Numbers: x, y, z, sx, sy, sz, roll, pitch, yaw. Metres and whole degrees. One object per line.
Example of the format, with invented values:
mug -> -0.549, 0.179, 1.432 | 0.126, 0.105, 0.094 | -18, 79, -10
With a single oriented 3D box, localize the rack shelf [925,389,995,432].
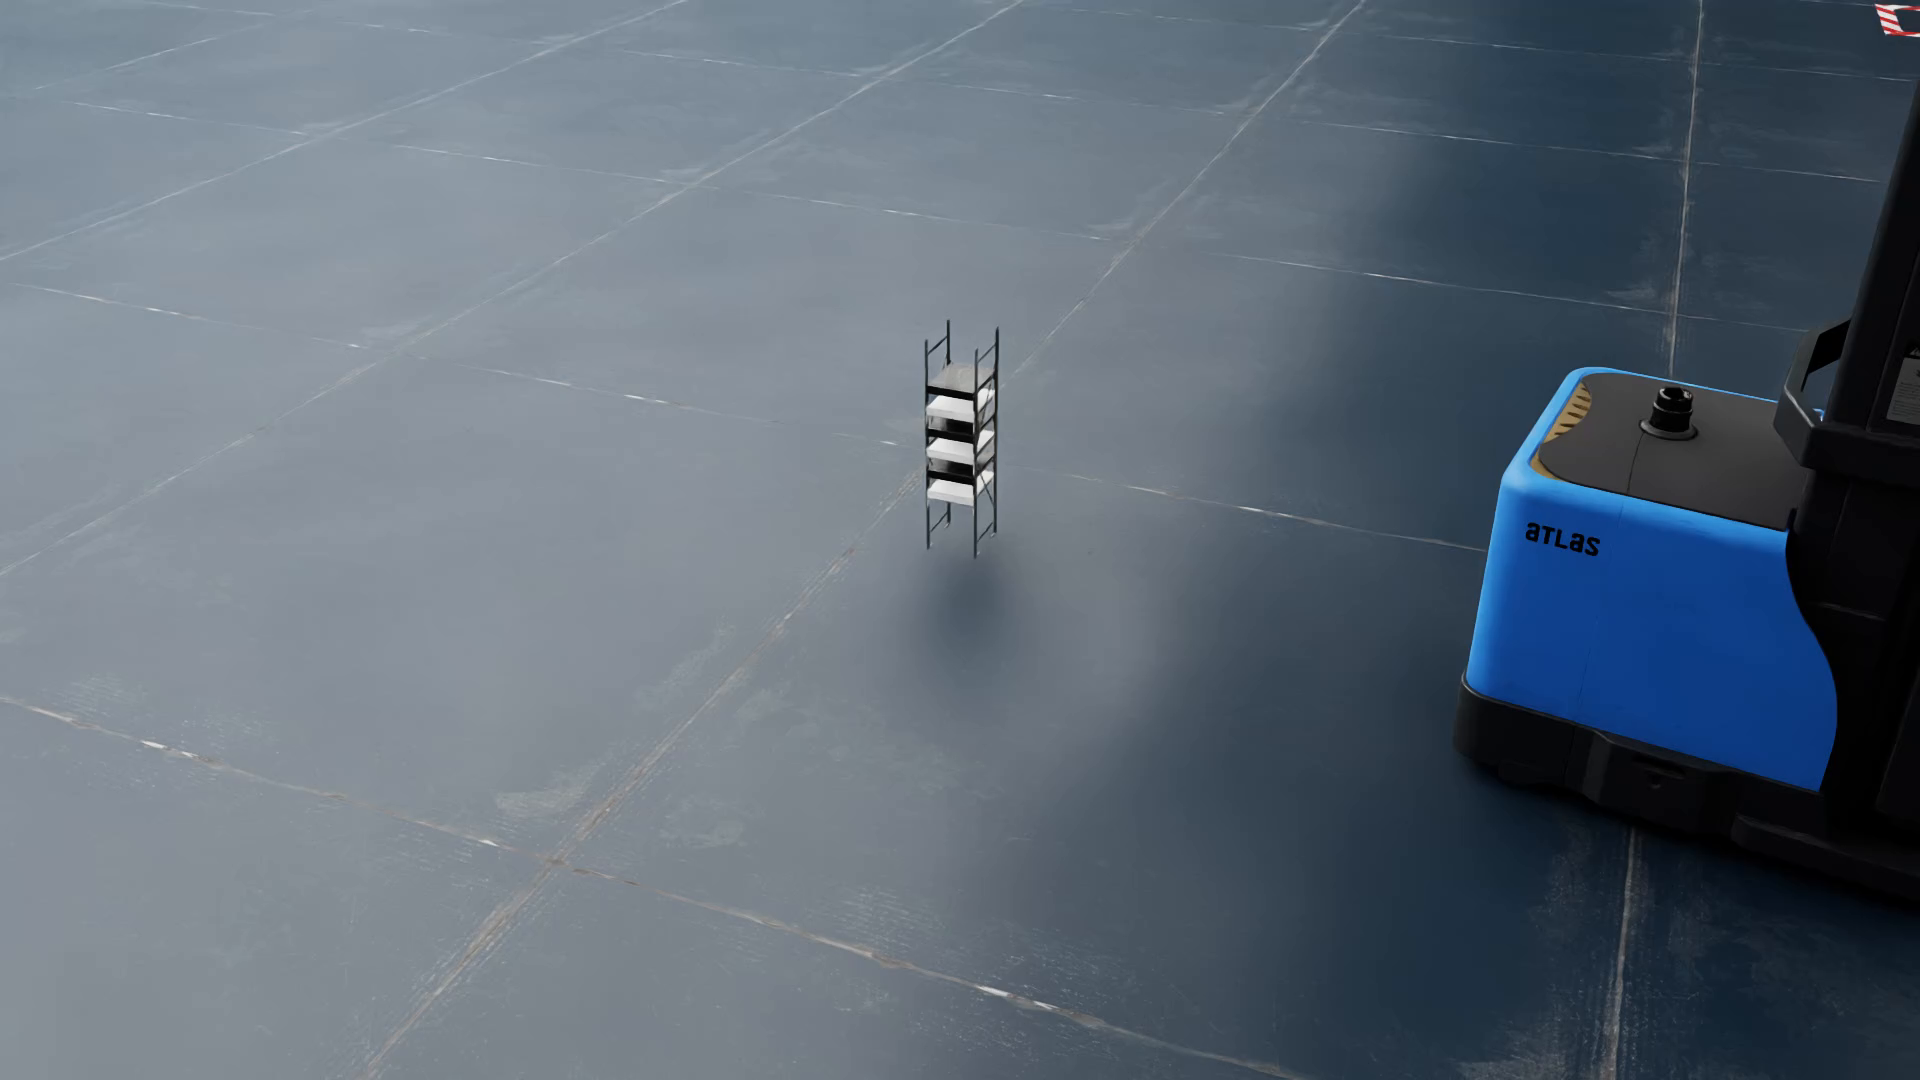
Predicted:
rack shelf -> 0.008, -0.518, 6.454 | 0.200, 0.077, 0.258 | 11, 31, 19

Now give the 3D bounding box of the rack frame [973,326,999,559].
rack frame -> 0.102, -0.371, 6.493 | 0.006, 0.900, 0.240 | 11, 31, 19

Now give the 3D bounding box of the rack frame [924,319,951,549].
rack frame -> -0.087, -0.409, 6.559 | 0.006, 0.900, 0.240 | 11, 31, 19

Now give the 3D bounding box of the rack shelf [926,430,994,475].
rack shelf -> 0.008, -0.361, 6.542 | 0.200, 0.077, 0.258 | 11, 31, 19

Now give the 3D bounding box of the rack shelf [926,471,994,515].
rack shelf -> 0.008, -0.205, 6.631 | 0.200, 0.077, 0.258 | 11, 31, 19

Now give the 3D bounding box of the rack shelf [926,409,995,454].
rack shelf -> 0.008, -0.440, 6.498 | 0.200, 0.077, 0.258 | 11, 31, 19

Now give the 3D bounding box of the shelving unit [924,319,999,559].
shelving unit -> 0.008, -0.390, 6.526 | 0.210, 0.900, 0.258 | 11, 31, 19

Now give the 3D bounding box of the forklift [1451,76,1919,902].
forklift -> 3.139, -0.378, 4.440 | 3.031, 2.935, 1.130 | 16, 33, 26

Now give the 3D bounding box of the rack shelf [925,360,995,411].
rack shelf -> 0.008, -0.596, 6.409 | 0.200, 0.077, 0.258 | 11, 31, 19

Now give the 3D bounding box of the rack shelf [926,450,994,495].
rack shelf -> 0.008, -0.283, 6.587 | 0.200, 0.077, 0.258 | 11, 31, 19
